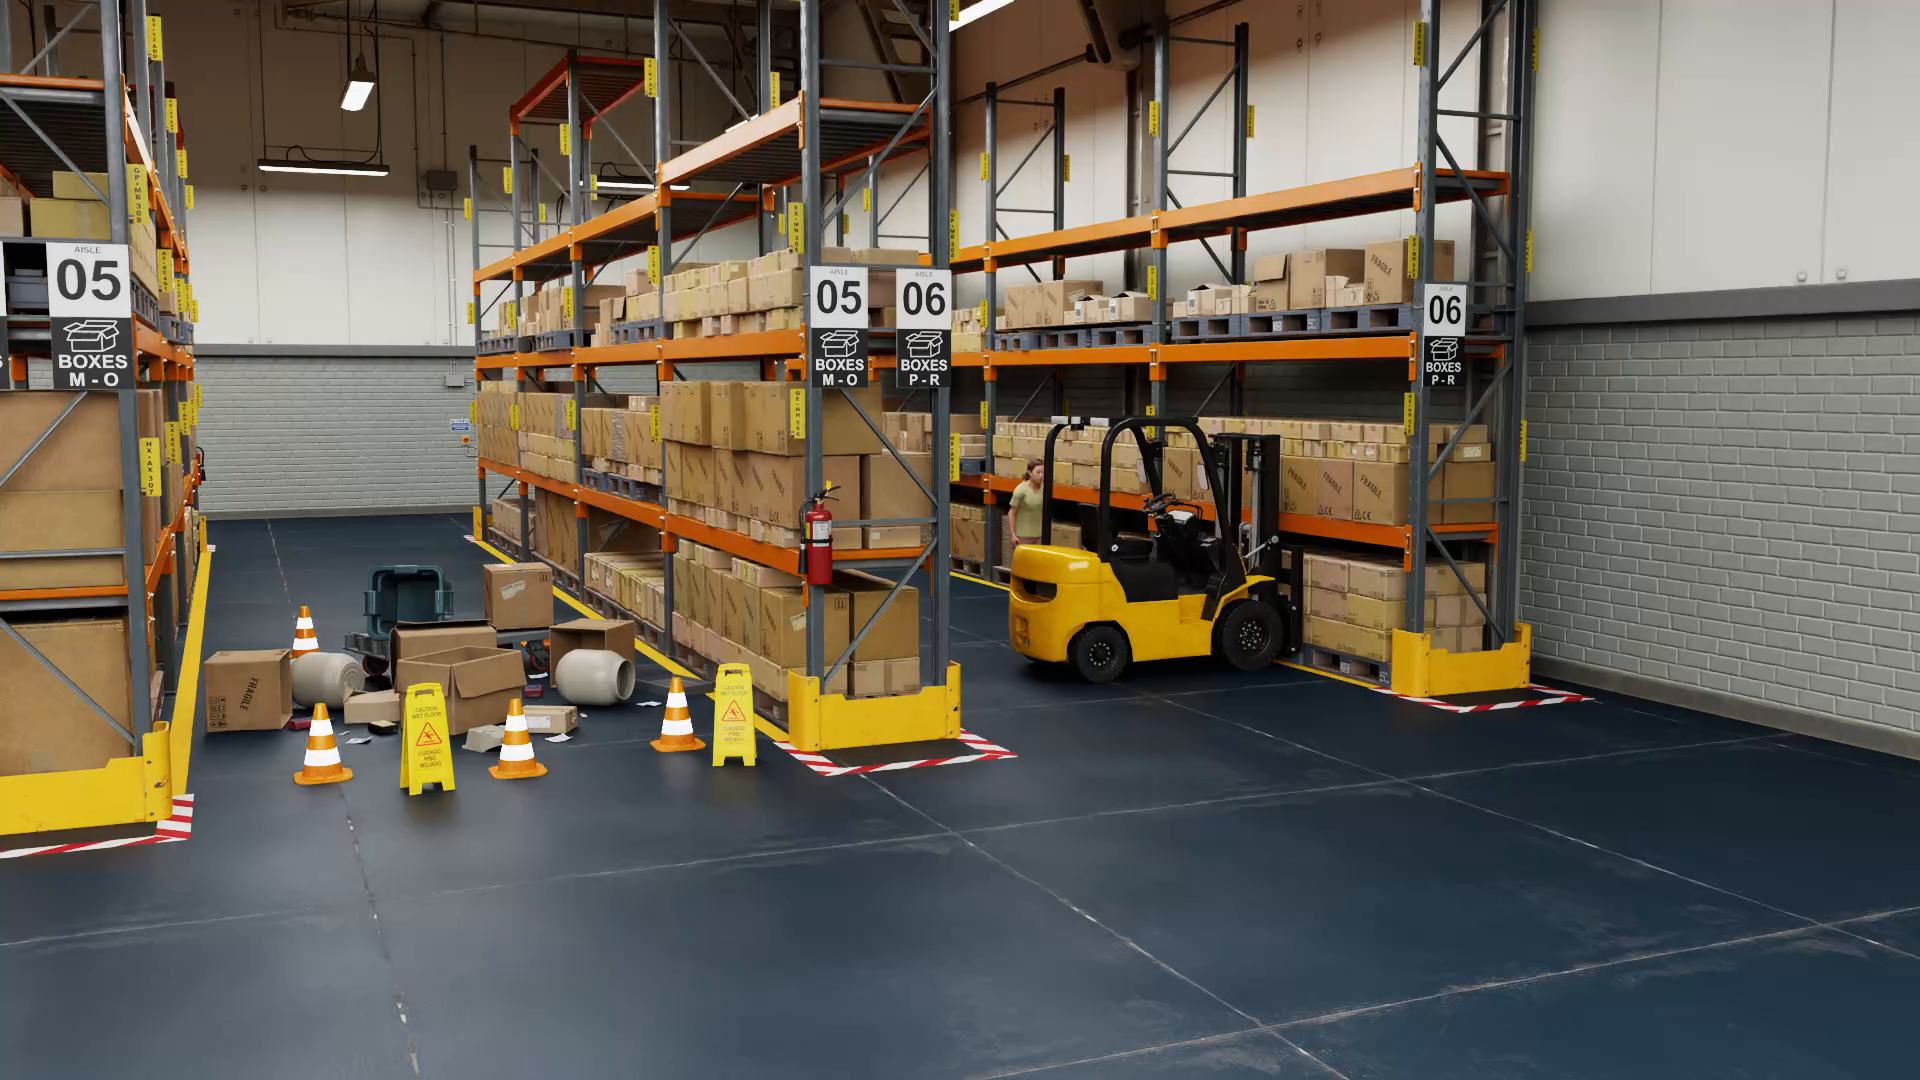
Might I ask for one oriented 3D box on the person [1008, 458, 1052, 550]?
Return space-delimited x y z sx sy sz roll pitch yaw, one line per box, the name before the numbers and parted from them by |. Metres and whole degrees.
person | 0.741 -0.010 17.075 0.502 1.671 0.364 -3 6 -26
